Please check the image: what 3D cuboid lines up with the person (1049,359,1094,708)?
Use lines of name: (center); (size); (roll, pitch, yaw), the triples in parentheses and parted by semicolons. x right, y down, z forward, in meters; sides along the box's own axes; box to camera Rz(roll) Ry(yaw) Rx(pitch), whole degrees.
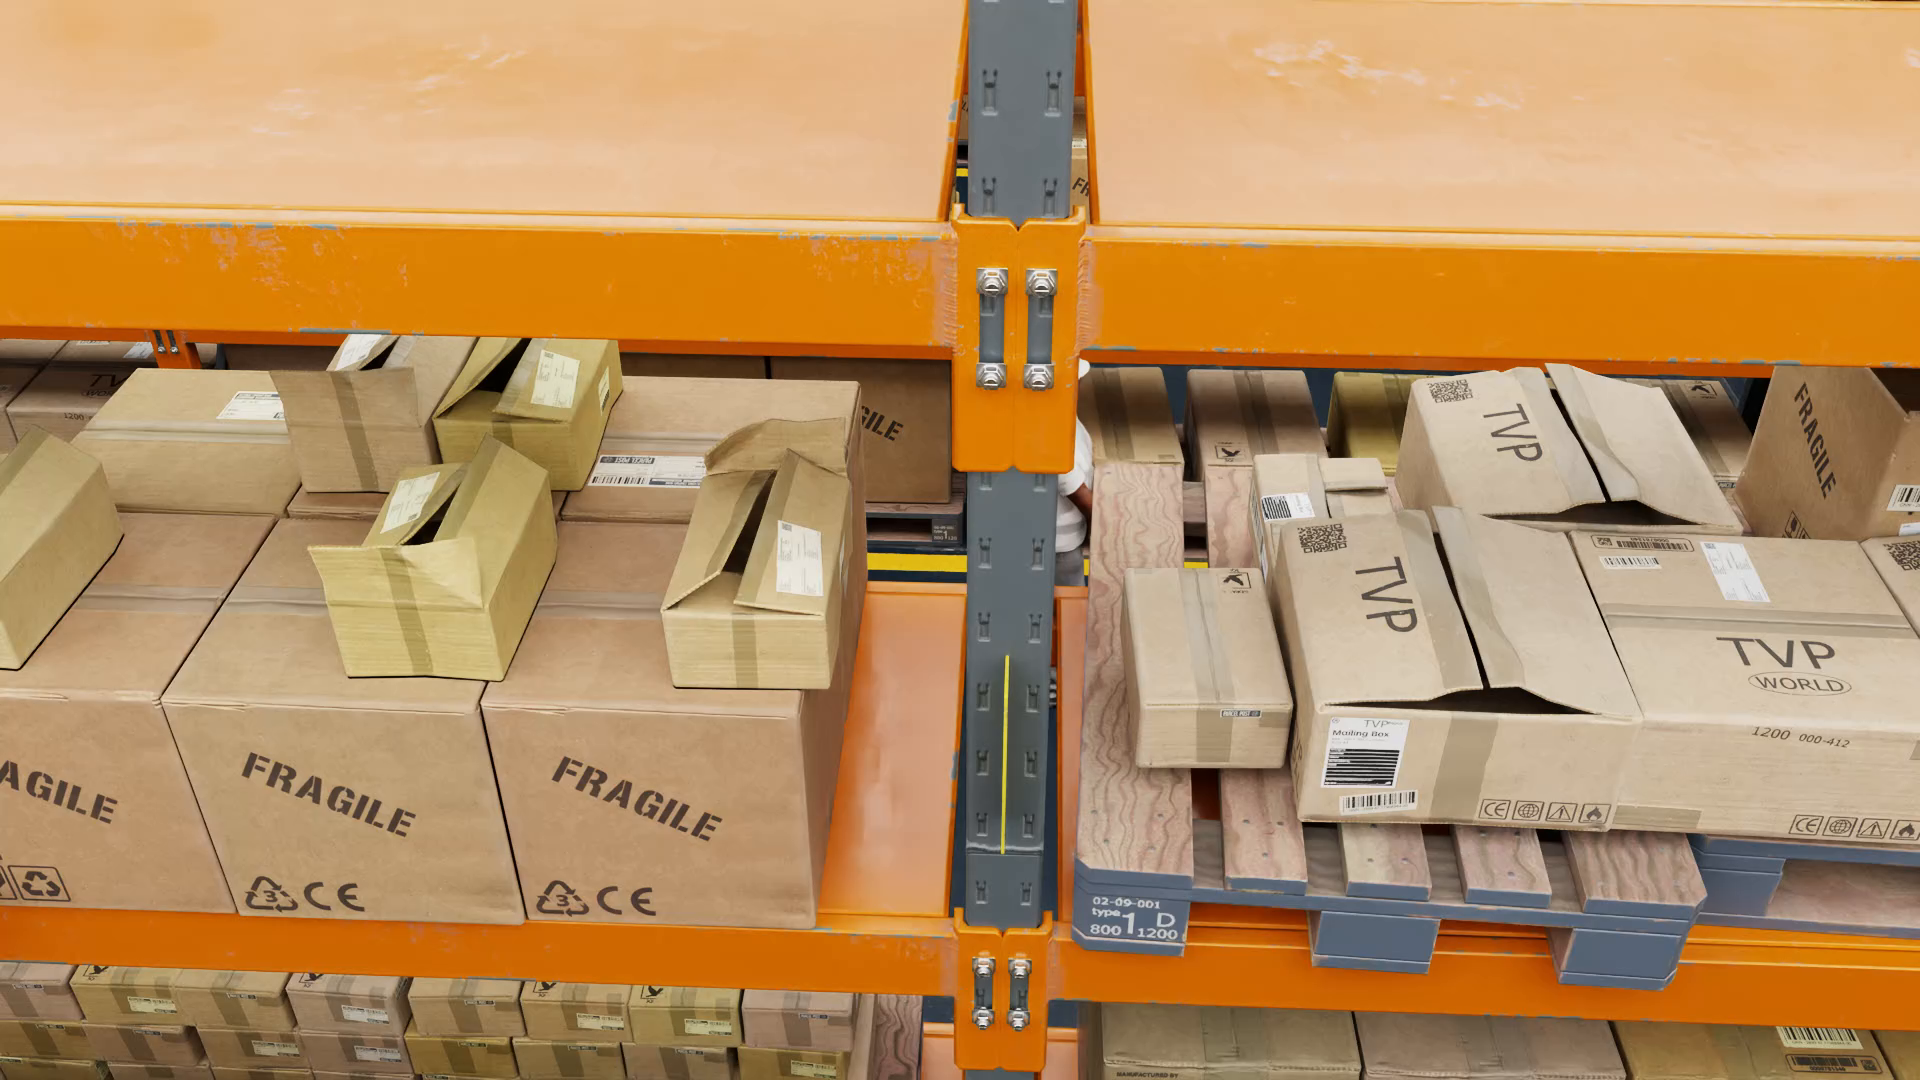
person: (0.503, -0.056, 7.178); (0.578, 1.761, 0.504); (0, 35, 0)
